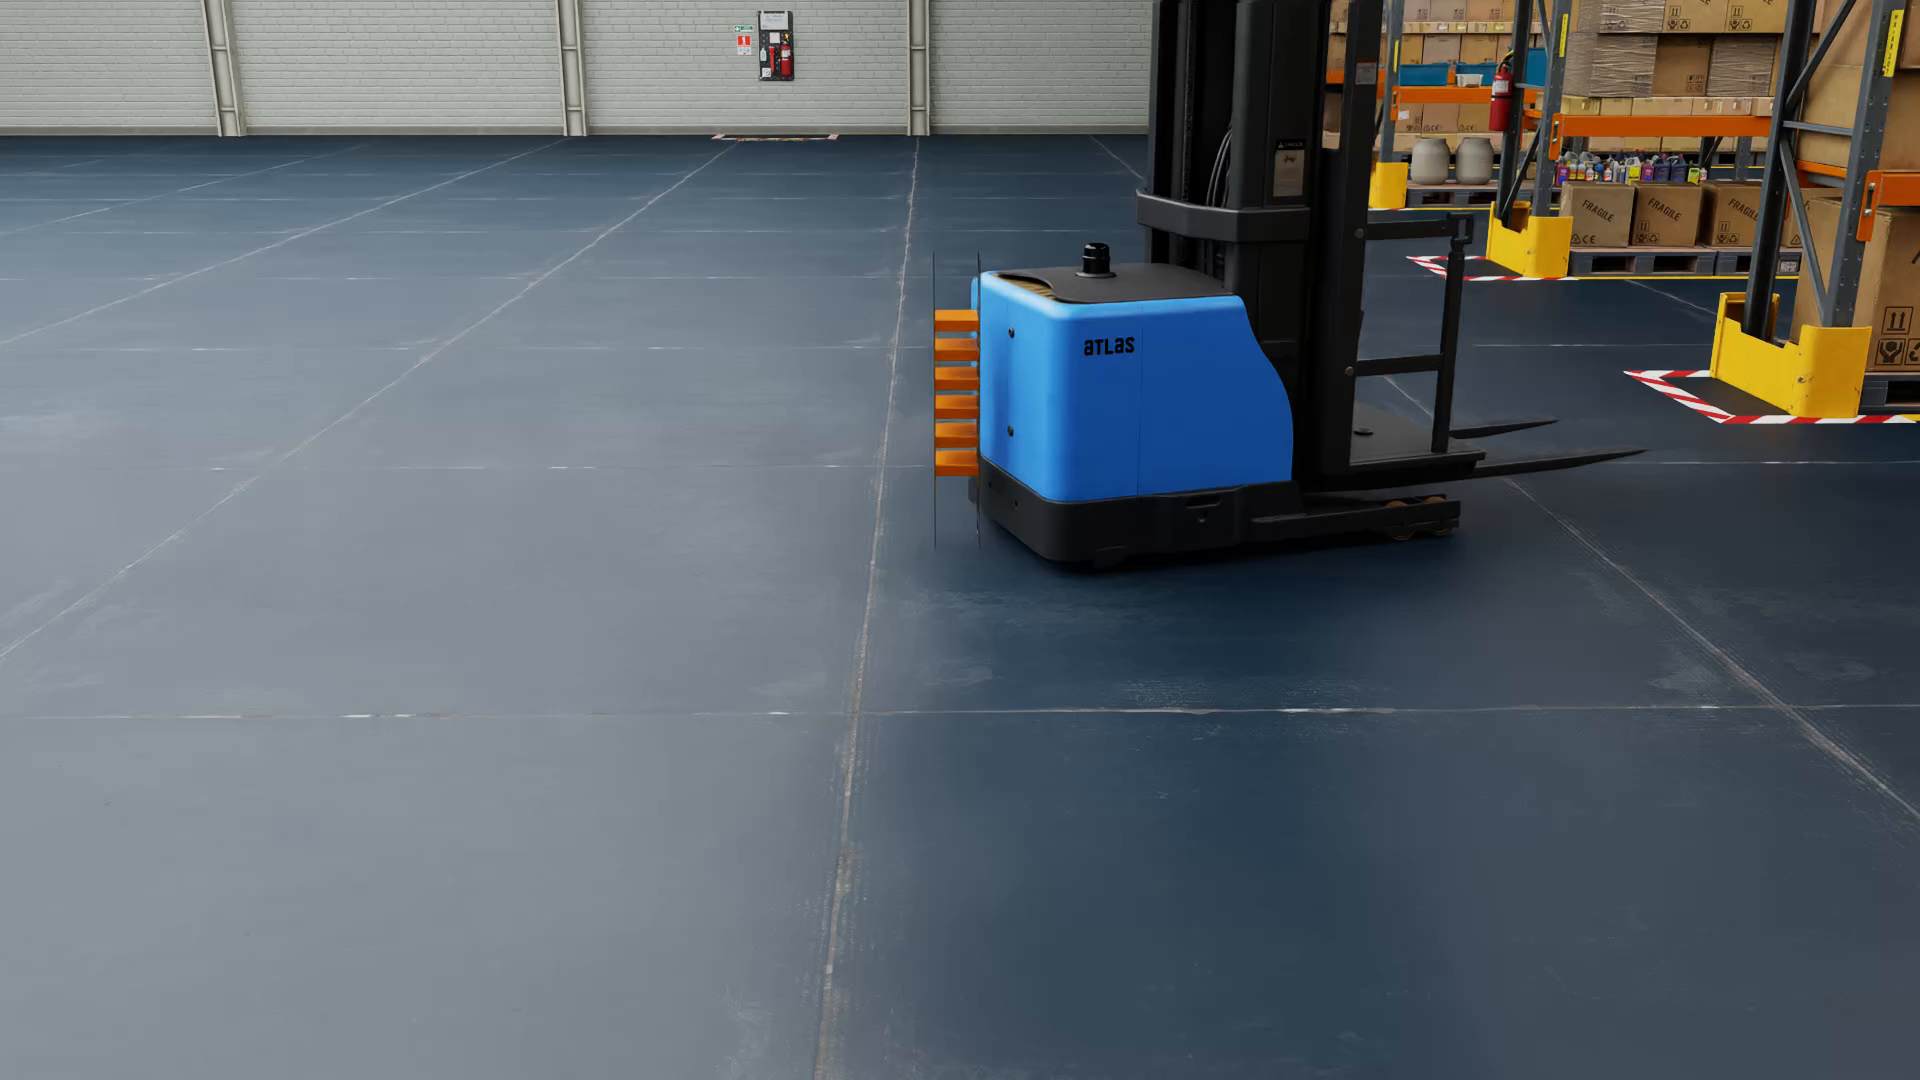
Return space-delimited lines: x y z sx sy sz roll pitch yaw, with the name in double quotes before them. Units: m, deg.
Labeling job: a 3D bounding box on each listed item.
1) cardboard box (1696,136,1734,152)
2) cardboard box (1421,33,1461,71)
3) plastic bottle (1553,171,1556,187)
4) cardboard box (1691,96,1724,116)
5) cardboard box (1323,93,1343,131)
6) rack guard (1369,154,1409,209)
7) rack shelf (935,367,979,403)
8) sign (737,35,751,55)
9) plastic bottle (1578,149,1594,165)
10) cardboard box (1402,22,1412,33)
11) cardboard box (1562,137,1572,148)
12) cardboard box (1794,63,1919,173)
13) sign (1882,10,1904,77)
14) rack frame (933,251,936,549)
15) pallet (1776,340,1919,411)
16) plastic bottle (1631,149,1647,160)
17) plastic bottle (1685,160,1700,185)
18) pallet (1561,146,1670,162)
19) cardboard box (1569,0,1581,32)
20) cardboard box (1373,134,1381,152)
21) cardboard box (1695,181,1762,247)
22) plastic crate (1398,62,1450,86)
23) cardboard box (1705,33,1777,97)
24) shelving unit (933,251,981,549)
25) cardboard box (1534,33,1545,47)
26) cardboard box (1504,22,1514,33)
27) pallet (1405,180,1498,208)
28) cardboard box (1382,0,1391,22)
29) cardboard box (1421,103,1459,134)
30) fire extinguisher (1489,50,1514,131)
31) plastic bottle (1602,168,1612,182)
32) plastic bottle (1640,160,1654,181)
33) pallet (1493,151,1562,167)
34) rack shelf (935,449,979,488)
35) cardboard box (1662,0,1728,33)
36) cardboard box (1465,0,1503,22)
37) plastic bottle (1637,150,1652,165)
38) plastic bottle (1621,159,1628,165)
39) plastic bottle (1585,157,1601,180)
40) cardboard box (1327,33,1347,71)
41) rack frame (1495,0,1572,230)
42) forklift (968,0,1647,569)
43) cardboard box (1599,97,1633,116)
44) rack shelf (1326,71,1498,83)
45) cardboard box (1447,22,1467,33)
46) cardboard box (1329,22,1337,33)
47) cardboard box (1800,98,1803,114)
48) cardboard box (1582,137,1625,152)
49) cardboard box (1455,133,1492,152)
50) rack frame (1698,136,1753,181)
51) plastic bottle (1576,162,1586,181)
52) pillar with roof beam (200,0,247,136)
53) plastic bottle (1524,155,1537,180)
"cardboard box" 10.611 -5.660 23.594 0.500 0.250 0.500 0 18 0
"cardboard box" 6.681 -6.870 23.390 0.500 0.500 0.700 0 18 1
"plastic bottle" 6.662 -4.094 18.761 0.097 0.201 0.097 0 18 0
"cardboard box" 6.108 -3.598 13.764 0.250 0.149 0.380 0 18 -1
"cardboard box" 5.198 -6.157 23.917 0.500 0.500 0.500 0 18 -1
"rack guard" 4.816 -4.128 19.096 0.348 0.500 1.175 0 18 -1
"rack shelf" -0.014 -0.643 6.841 0.180 0.103 0.258 0 18 -1
"sign" -3.755 -8.613 28.928 0.234 0.329 0.001 0 18 -1
"plastic bottle" 7.313 -4.390 19.440 0.185 0.351 0.144 0 18 -1
"cardboard box" 6.094 -7.114 23.088 0.250 0.149 0.380 -1 18 -3
"cardboard box" 9.076 -5.816 24.083 0.500 0.250 0.500 0 18 -1
"cardboard box" 5.166 -2.362 9.255 0.550 0.550 0.875 0 18 -1
"sign" 4.799 -2.555 8.556 0.005 0.325 0.100 0 18 -1
"rack frame" -0.106 -0.571 6.863 0.006 1.200 0.240 0 18 -1
"pallet" 5.594 -0.975 9.741 1.213 0.211 1.003 0 18 -1
"plastic bottle" 7.927 -4.393 19.449 0.185 0.351 0.144 0 18 1
"plastic bottle" 8.264 -4.135 18.755 0.133 0.283 0.061 1 18 2
"pallet" 9.402 -5.523 23.919 1.213 0.211 1.003 0 18 -1
"cardboard box" 5.365 -4.534 13.983 0.500 0.500 0.500 0 18 -1
"cardboard box" 5.706 -5.645 23.548 0.500 0.250 0.500 0 18 -1
"cardboard box" 6.667 -2.809 14.297 0.500 0.500 0.500 1 18 4
"plastic crate" 5.236 -5.326 18.983 0.616 0.251 0.499 0 18 -1
"cardboard box" 6.368 -4.002 13.962 0.500 0.500 0.875 0 18 -1
"shelving unit" -0.014 -0.571 6.864 0.189 1.200 0.258 0 18 -1
"cardboard box" 8.222 -6.879 23.417 0.500 0.500 0.700 -1 18 -2
"cardboard box" 7.626 -7.121 23.109 0.250 0.149 0.380 0 18 -1
"pallet" 5.628 -3.992 19.147 1.213 0.211 1.003 0 18 -1
"cardboard box" 5.712 -7.484 23.180 0.500 0.500 0.700 -1 18 -2
"cardboard box" 6.706 -6.005 23.442 0.500 0.500 0.500 0 18 -1
"fire extinguisher" 4.697 -3.894 14.401 0.183 0.674 0.296 0 18 -1
"plastic bottle" 7.306 -4.097 18.770 0.097 0.201 0.097 0 18 0
"plastic bottle" 7.747 -4.133 18.747 0.133 0.283 0.061 1 18 3
"pallet" 7.870 -5.516 23.898 1.213 0.211 1.003 0 18 -1
"rack shelf" -0.014 -0.300 6.951 0.180 0.103 0.258 0 18 -1
"cardboard box" 5.873 -4.375 13.489 0.500 0.500 0.500 0 18 -1
"cardboard box" 7.216 -7.491 23.203 0.500 0.500 0.700 0 18 -1
"plastic bottle" 7.929 -4.349 19.312 0.185 0.351 0.144 0 18 -1
"plastic bottle" 7.559 -4.176 18.881 0.133 0.283 0.061 0 18 -1
"plastic bottle" 7.340 -4.310 19.310 0.135 0.276 0.152 0 18 -1
"cardboard box" 5.133 -6.862 23.364 0.500 0.500 0.700 0 18 -1
"rack frame" 4.819 -3.790 13.953 0.127 3.000 1.000 0 18 -1
"forklift" 1.608 -1.538 7.042 3.031 2.935 1.130 -6 19 -19
"cardboard box" 5.358 -3.595 13.754 0.250 0.149 0.380 0 18 -1
"rack shelf" 6.666 -6.483 23.524 4.000 0.370 1.077 0 18 -1
"cardboard box" 6.862 -7.117 23.098 0.250 0.149 0.380 0 18 1
"cardboard box" 5.062 -7.109 23.071 0.250 0.149 0.380 0 18 -1
"cardboard box" 6.857 -3.619 13.829 0.250 0.149 0.380 0 18 -1
"cardboard box" 9.073 -5.652 23.571 0.500 0.250 0.500 -1 18 -2
"cardboard box" 7.206 -5.651 23.566 0.500 0.250 0.500 0 18 -1
"rack frame" 8.740 -5.322 18.728 0.127 3.000 1.000 0 18 -1
"plastic bottle" 7.001 -4.129 18.755 0.097 0.271 0.097 0 18 0
"pillar with roof beam" -12.659 -10.051 23.649 0.400 9.000 9.100 0 18 -1
"plastic bottle" 6.687 -4.368 19.480 0.133 0.283 0.061 0 18 0
